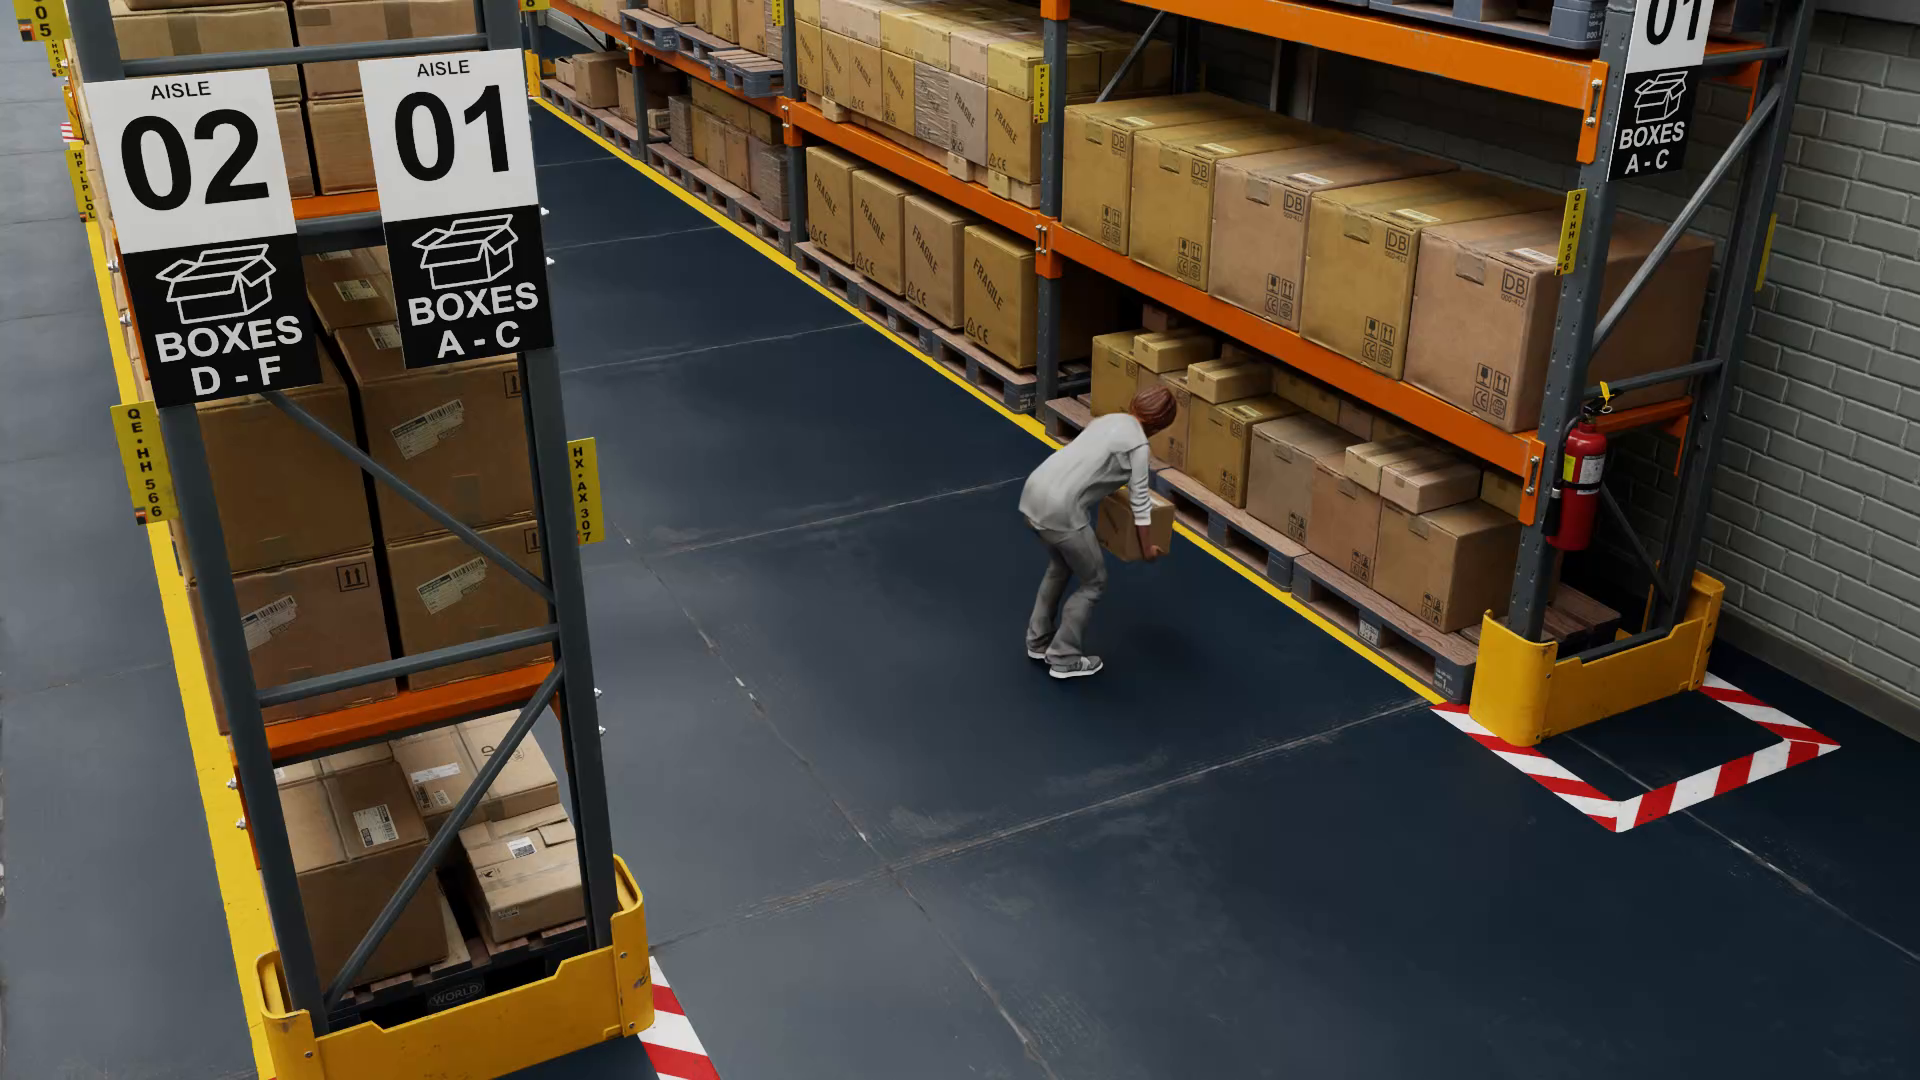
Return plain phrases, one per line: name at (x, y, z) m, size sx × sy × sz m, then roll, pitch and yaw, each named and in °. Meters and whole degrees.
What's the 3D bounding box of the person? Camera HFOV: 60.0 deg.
person at (0.633, -0.040, 7.559) m, size 0.780 × 1.293 × 0.386 m, roll -14°, pitch 29°, yaw -26°
